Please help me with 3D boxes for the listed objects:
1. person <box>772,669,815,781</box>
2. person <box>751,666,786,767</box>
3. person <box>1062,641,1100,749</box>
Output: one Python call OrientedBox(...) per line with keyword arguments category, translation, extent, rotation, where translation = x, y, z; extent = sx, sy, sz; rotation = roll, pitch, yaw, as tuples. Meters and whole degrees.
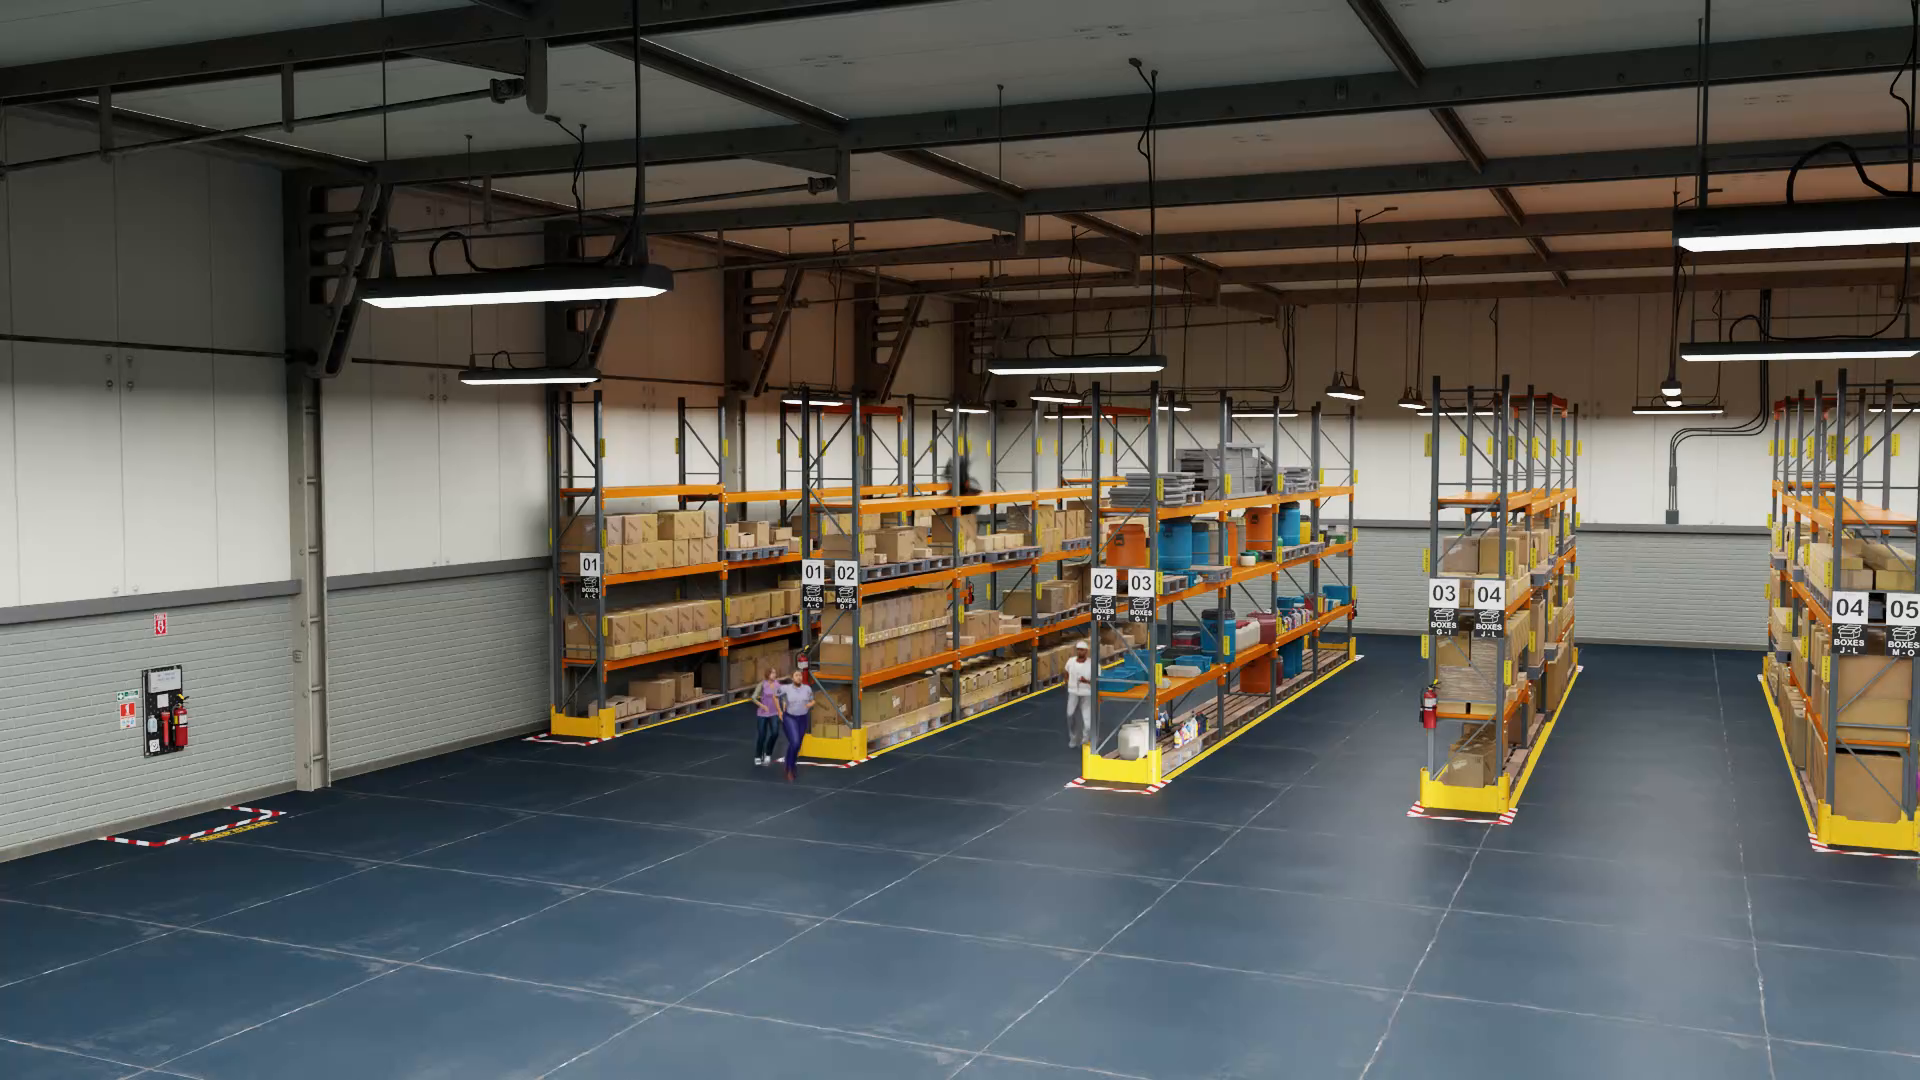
OrientedBox(category="person", translation=(-2.506, 2.799, 25.304), extent=(0.589, 1.695, 0.707), rotation=(-2, 4, -32))
OrientedBox(category="person", translation=(-2.983, 2.773, 26.143), extent=(0.615, 1.565, 0.572), rotation=(-1, 3, -23))
OrientedBox(category="person", translation=(2.008, 2.589, 27.790), extent=(0.671, 1.801, 0.728), rotation=(1, 3, 17))
